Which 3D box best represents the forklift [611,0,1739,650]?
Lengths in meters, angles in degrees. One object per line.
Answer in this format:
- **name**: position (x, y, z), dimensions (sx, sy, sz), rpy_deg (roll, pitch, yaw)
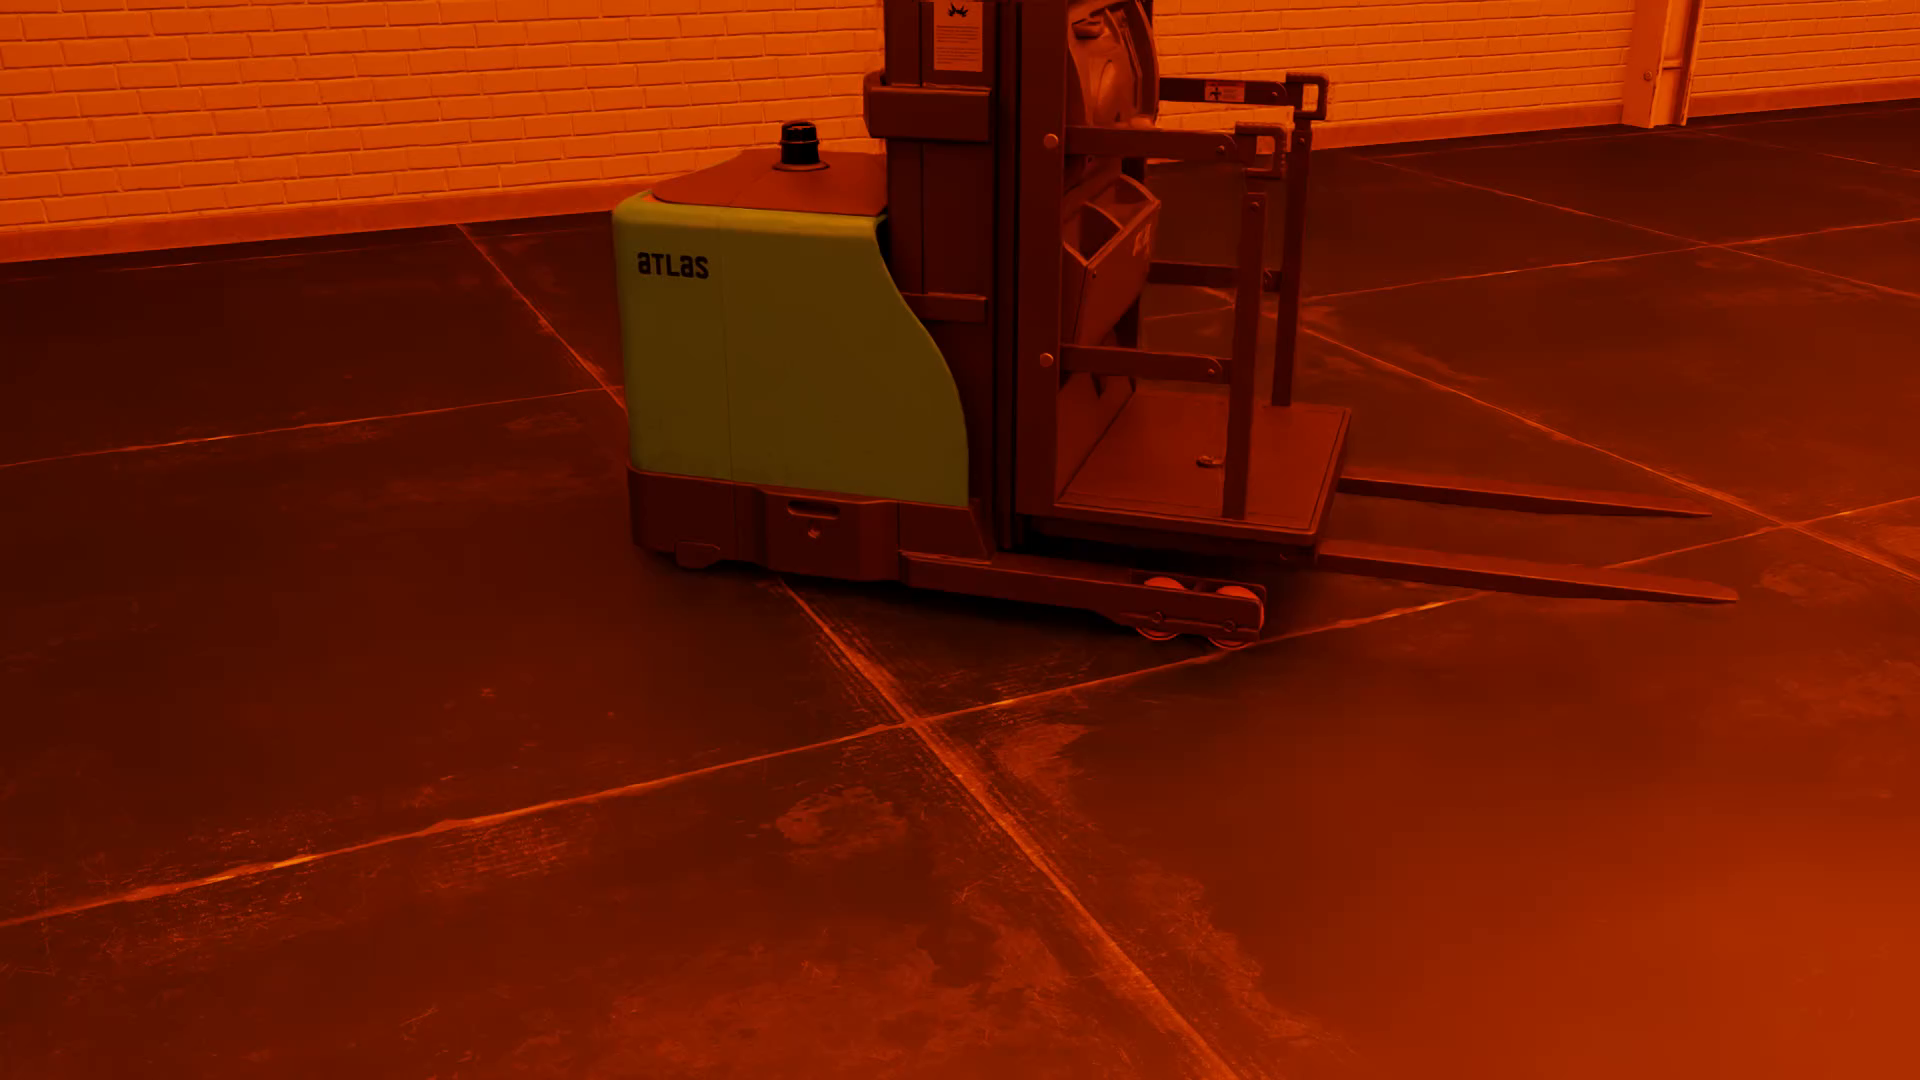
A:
- **forklift**: position (0.601, -1.290, 4.391), dimensions (3.031, 2.935, 1.130), rpy_deg (7, 23, 16)
